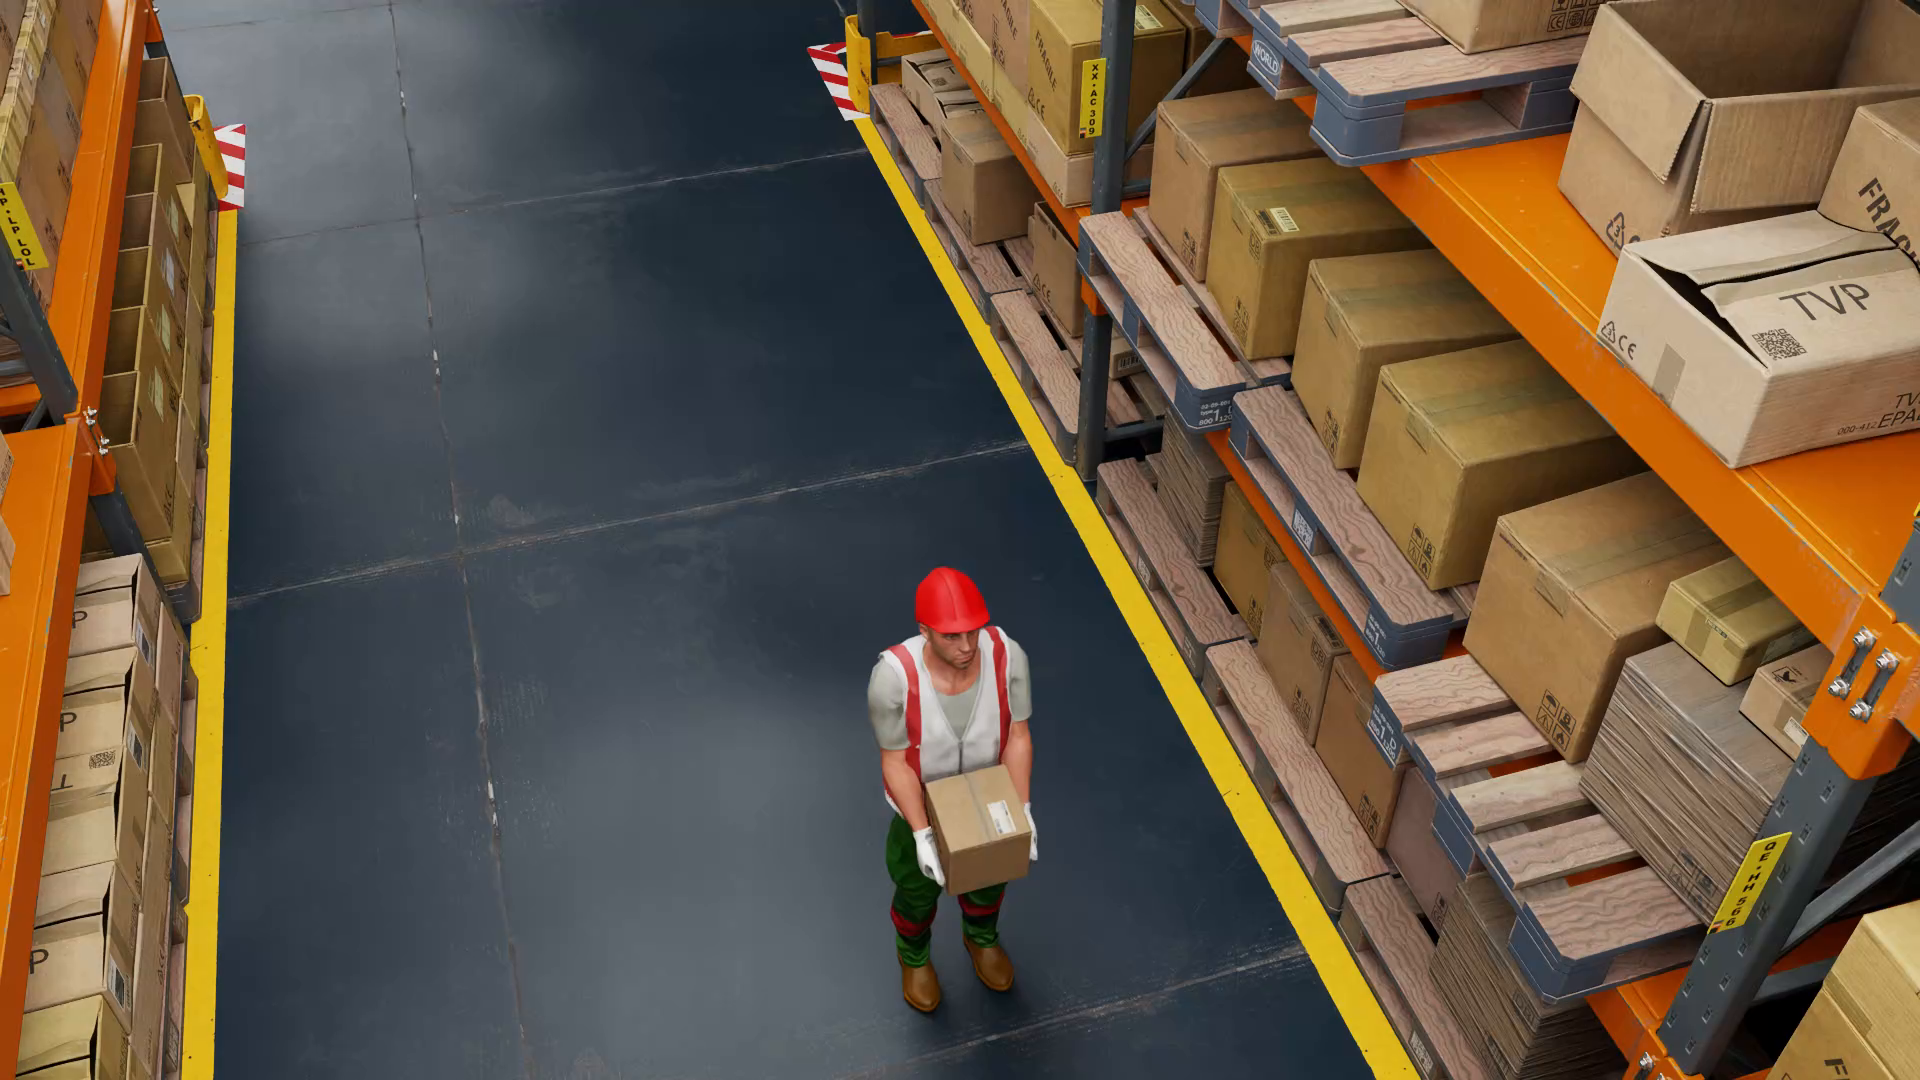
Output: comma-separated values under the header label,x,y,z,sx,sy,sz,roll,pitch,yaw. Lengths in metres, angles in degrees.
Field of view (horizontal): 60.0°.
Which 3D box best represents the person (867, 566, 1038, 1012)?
label,x,y,z,sx,sy,sz,roll,pitch,yaw
person,0.008,0.865,5.176,0.511,1.790,0.559,-12,43,-13
